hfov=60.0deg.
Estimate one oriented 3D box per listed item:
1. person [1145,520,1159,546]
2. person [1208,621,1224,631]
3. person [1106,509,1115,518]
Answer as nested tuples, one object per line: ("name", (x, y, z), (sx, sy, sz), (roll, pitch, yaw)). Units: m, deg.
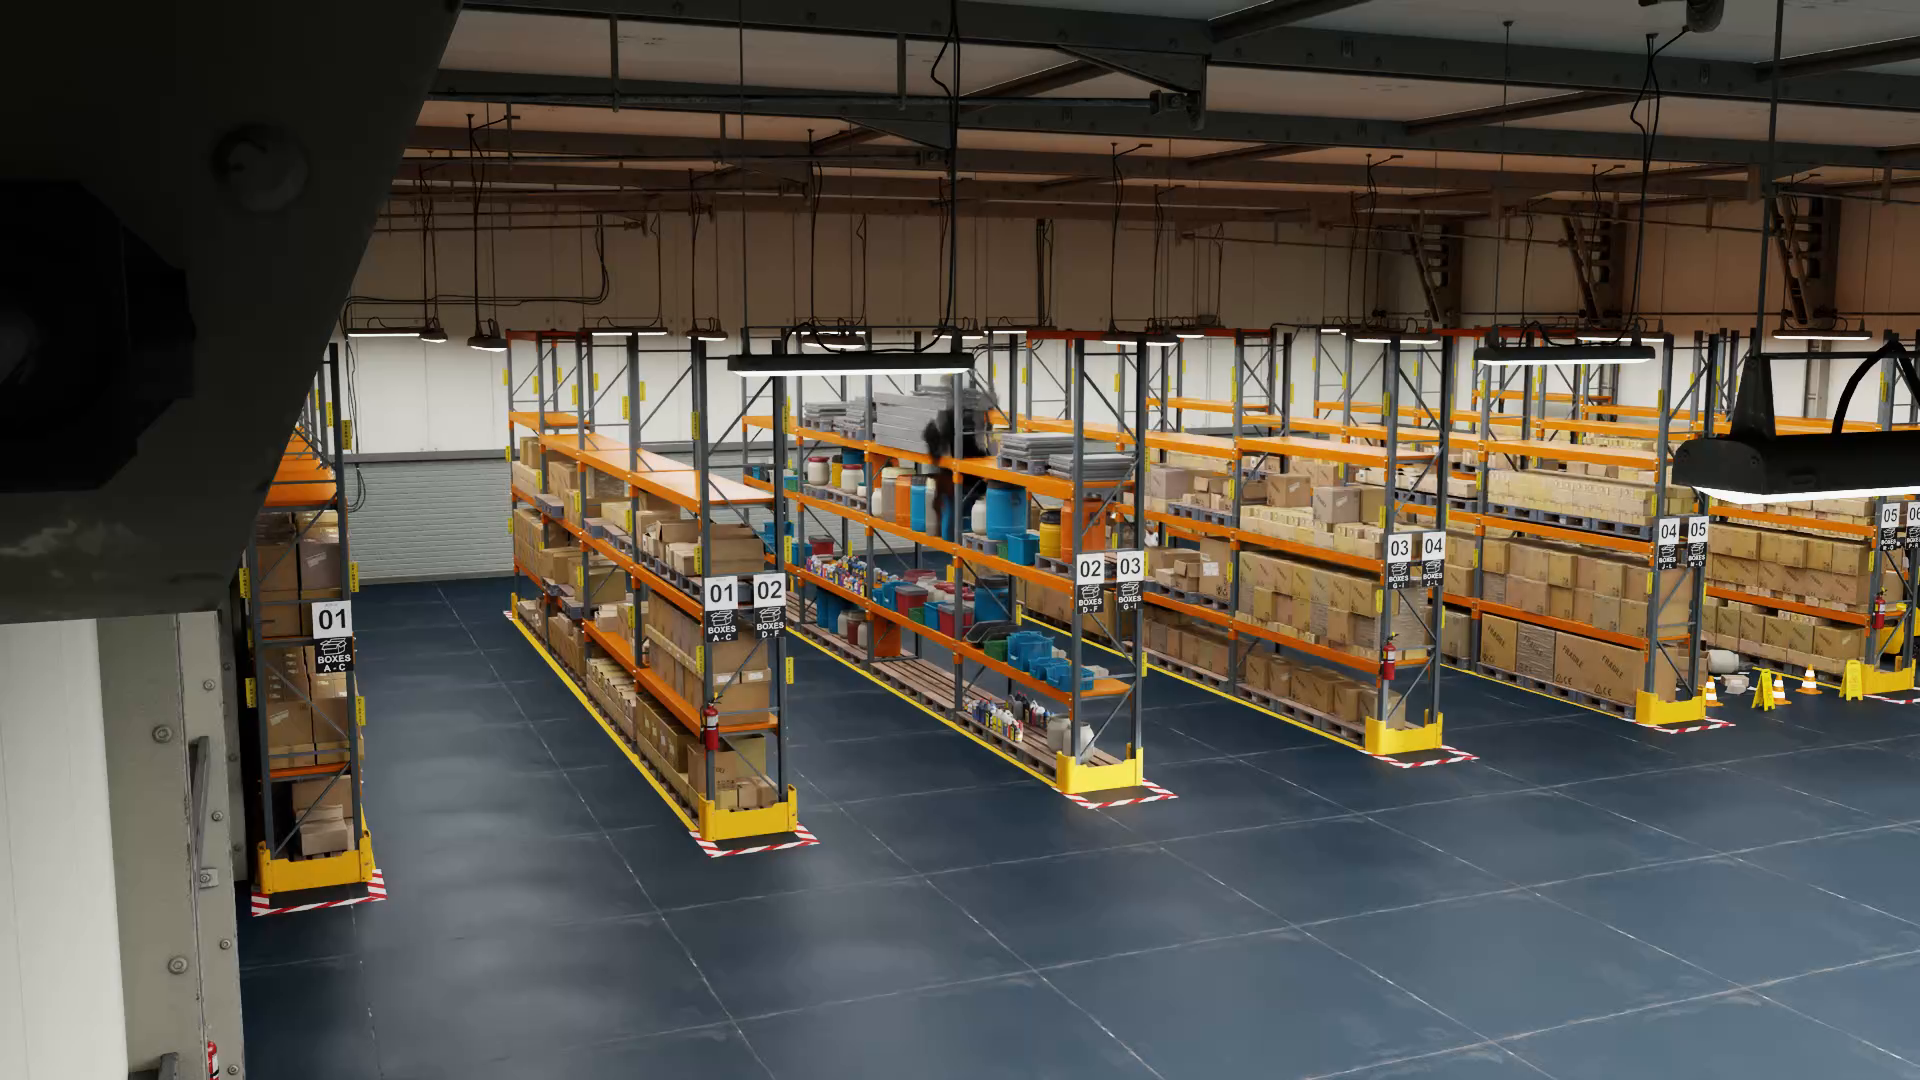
("person", (4.253, 0.406, 37.433), (0.645, 1.721, 0.636), (-2, 8, -17))
("person", (5.103, 1.125, 32.310), (0.608, 1.656, 0.540), (-5, 9, -31))
("person", (3.600, -0.049, 40.567), (0.741, 1.745, 0.791), (5, 9, 31))
